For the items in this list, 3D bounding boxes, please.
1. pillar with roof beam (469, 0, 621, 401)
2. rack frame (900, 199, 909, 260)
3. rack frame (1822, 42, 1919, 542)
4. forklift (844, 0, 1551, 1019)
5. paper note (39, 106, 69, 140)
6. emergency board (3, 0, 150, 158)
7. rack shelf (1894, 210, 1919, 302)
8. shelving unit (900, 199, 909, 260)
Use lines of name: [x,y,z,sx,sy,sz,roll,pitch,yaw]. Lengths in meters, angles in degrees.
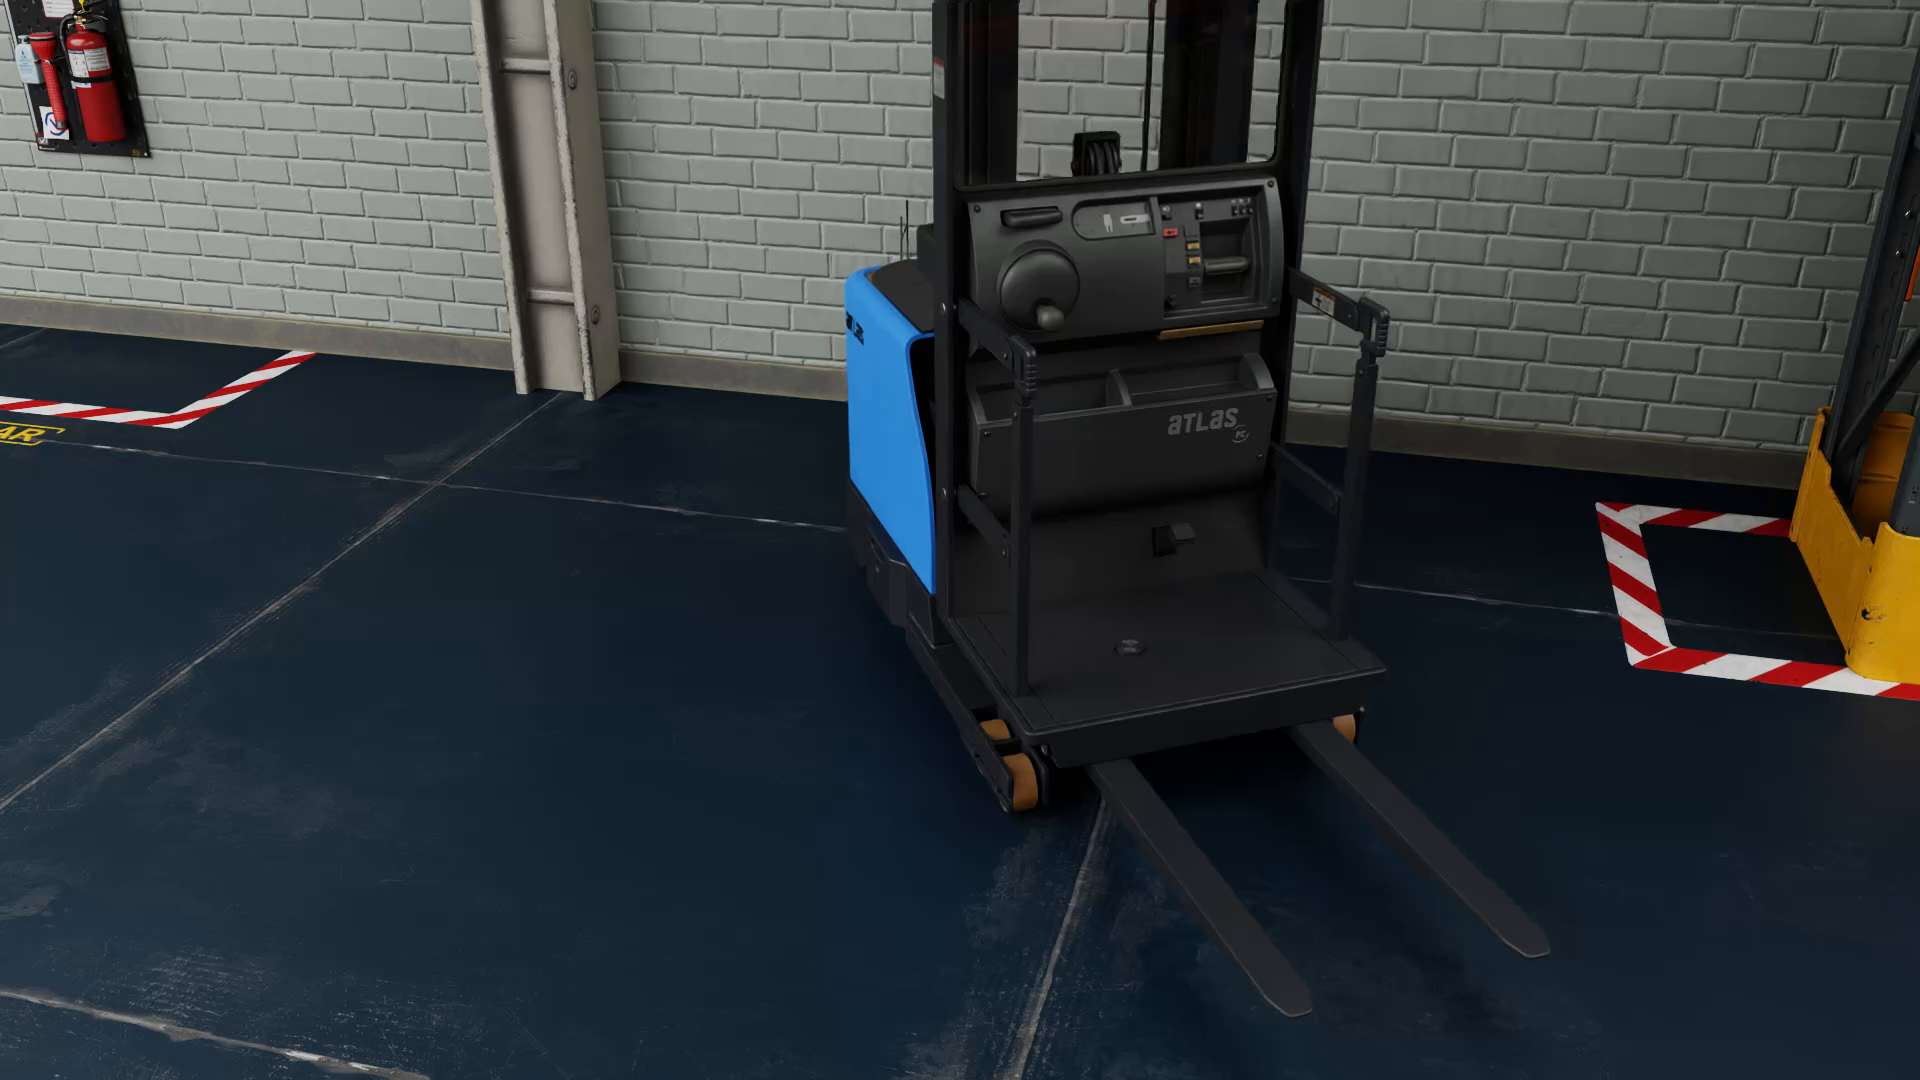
pillar with roof beam: [-2.890,-2.991,2.064,0.400,9.000,9.100,6,26,13]
rack frame: [-0.200,-0.650,6.219,0.006,1.200,0.240,2,26,4]
rack frame: [3.100,-1.147,5.170,0.127,3.000,1.000,6,26,13]
forklift: [0.540,-0.757,4.431,1.130,2.935,3.031,-8,27,-17]
paper note: [-4.356,-2.005,7.997,0.142,0.148,0.016,6,26,13]
emergency board: [-4.202,-2.355,7.707,0.643,1.169,0.194,6,26,13]
rack shelf: [5.037,-0.608,4.875,4.000,0.370,1.077,6,26,13]
shelving unit: [-0.108,-0.647,6.213,0.189,1.200,0.258,2,26,4]
